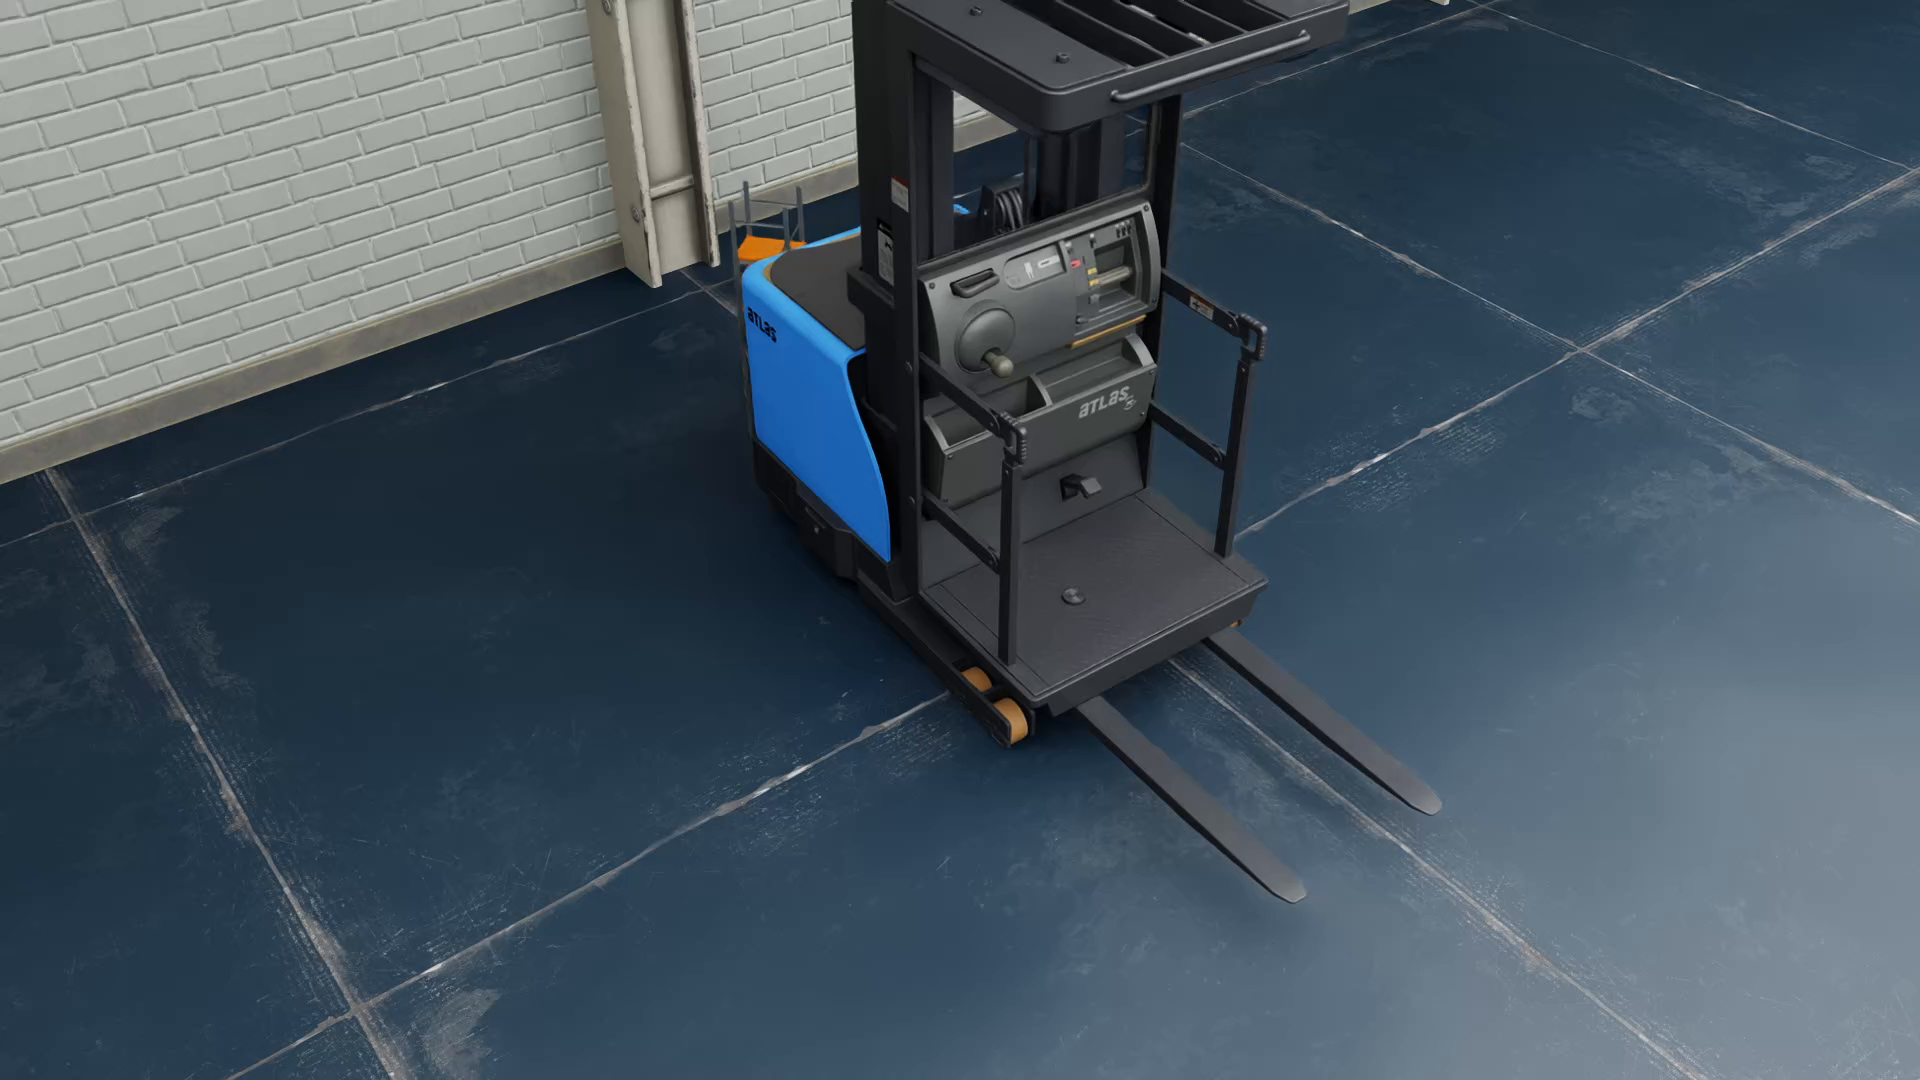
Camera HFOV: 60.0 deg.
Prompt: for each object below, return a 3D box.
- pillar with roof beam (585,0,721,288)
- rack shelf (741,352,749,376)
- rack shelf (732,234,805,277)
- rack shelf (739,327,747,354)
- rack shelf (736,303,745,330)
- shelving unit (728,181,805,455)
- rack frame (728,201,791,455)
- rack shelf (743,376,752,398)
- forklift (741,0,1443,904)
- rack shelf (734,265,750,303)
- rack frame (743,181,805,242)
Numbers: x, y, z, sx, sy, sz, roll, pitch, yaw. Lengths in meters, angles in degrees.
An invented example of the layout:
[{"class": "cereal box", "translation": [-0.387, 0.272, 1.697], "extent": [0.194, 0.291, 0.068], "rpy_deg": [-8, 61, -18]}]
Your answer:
[{"class": "pillar with roof beam", "translation": [1.158, -2.720, 2.970], "extent": [0.400, 9.000, 9.100], "rpy_deg": [-26, 46, -28]}, {"class": "rack shelf", "translation": [-0.765, -0.752, 6.977], "extent": [0.258, 0.103, 0.180], "rpy_deg": [8, 39, 10]}, {"class": "rack shelf", "translation": [-0.764, -1.129, 6.679], "extent": [0.258, 0.103, 0.180], "rpy_deg": [8, 39, 10]}, {"class": "rack shelf", "translation": [-0.765, -0.846, 6.903], "extent": [0.258, 0.103, 0.180], "rpy_deg": [8, 39, 10]}, {"class": "rack shelf", "translation": [-0.765, -0.940, 6.828], "extent": [0.258, 0.103, 0.180], "rpy_deg": [8, 39, 10]}, {"class": "shelving unit", "translation": [-0.765, -0.881, 6.875], "extent": [0.258, 1.200, 0.189], "rpy_deg": [8, 39, 10]}, {"class": "rack frame", "translation": [-0.784, -0.826, 6.805], "extent": [0.240, 1.200, 0.006], "rpy_deg": [8, 39, 10]}, {"class": "rack shelf", "translation": [-0.766, -0.658, 7.051], "extent": [0.258, 0.103, 0.180], "rpy_deg": [8, 39, 10]}, {"class": "forklift", "translation": [0.410, -0.761, 5.367], "extent": [1.130, 2.935, 3.031], "rpy_deg": [-24, 45, -27]}, {"class": "rack shelf", "translation": [-0.764, -1.034, 6.754], "extent": [0.258, 0.103, 0.180], "rpy_deg": [8, 39, 10]}, {"class": "rack frame", "translation": [-0.745, -0.936, 6.945], "extent": [0.240, 1.200, 0.006], "rpy_deg": [8, 39, 10]}]
